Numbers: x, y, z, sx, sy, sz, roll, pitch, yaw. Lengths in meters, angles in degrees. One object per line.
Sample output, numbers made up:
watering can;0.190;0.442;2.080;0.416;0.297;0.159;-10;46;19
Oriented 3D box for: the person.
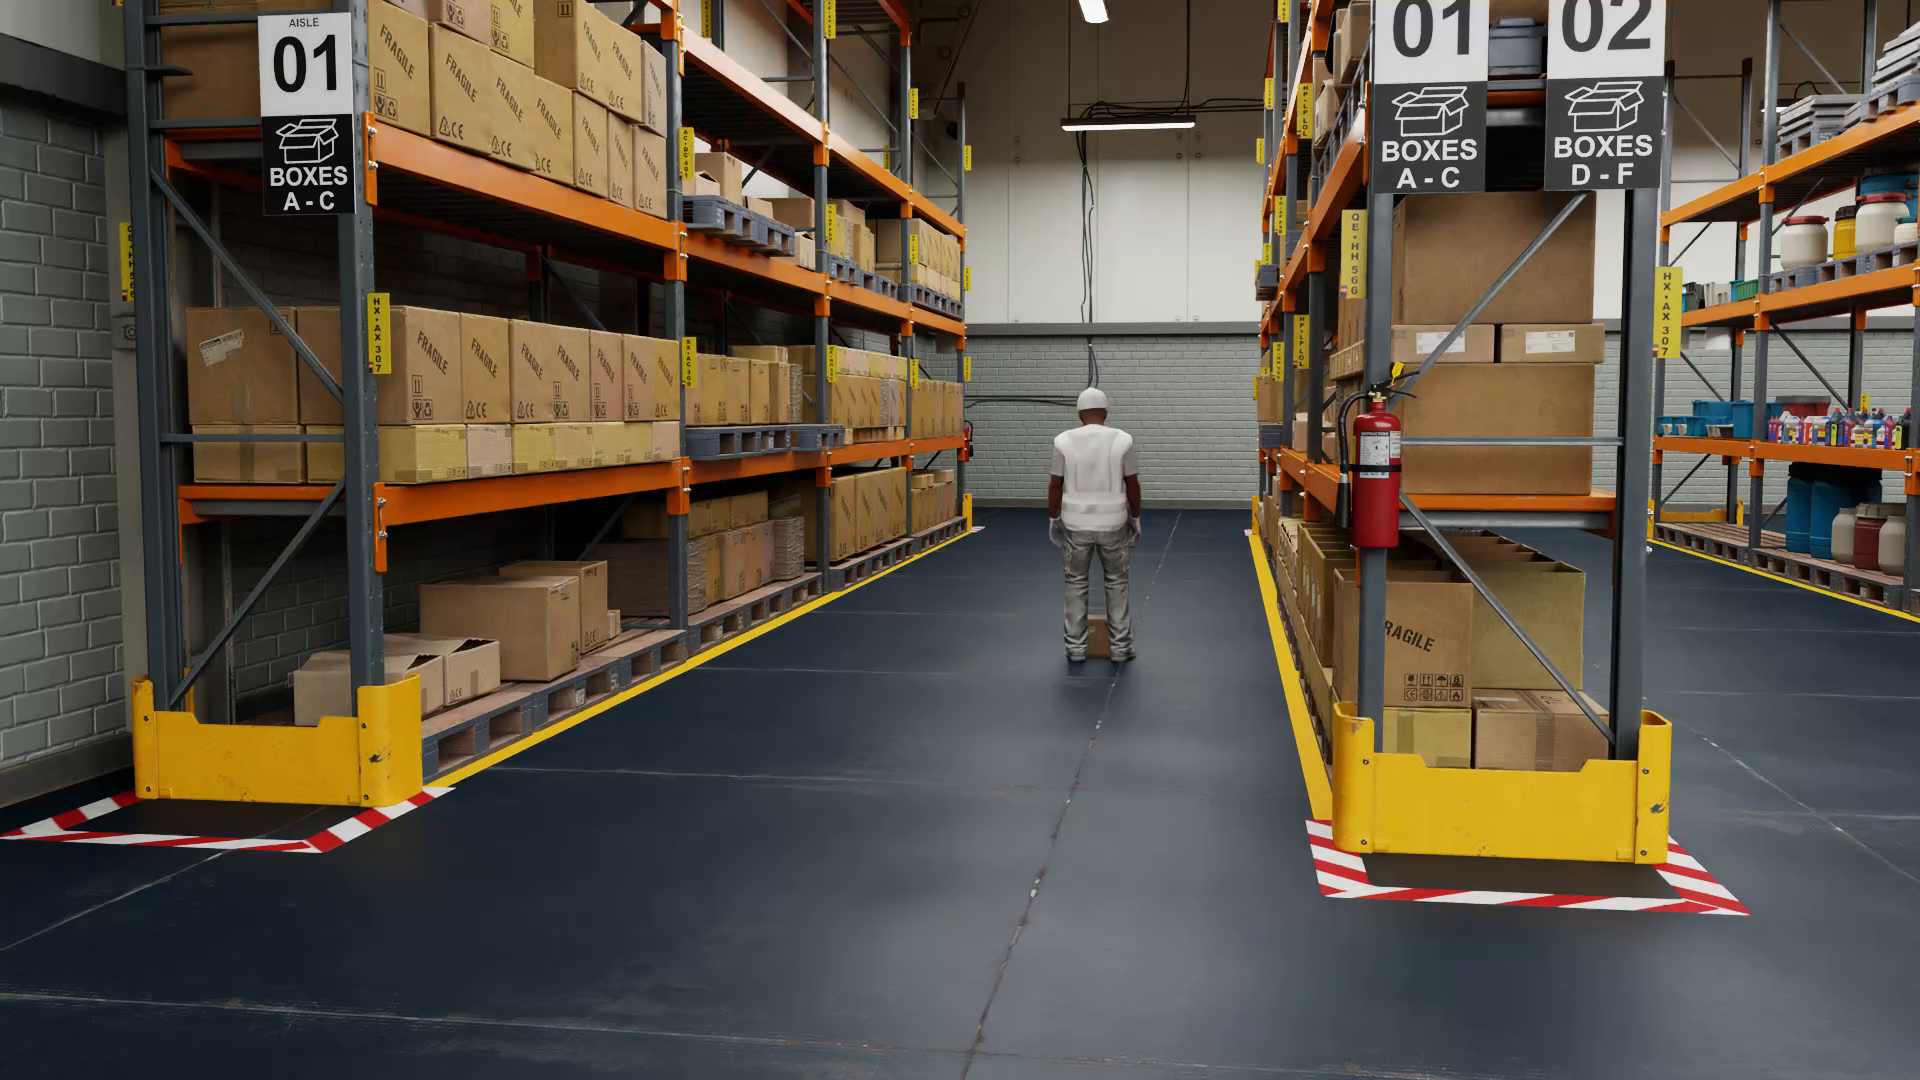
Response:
person;0.877;-0.101;10.827;0.604;1.774;0.446;1;4;6
